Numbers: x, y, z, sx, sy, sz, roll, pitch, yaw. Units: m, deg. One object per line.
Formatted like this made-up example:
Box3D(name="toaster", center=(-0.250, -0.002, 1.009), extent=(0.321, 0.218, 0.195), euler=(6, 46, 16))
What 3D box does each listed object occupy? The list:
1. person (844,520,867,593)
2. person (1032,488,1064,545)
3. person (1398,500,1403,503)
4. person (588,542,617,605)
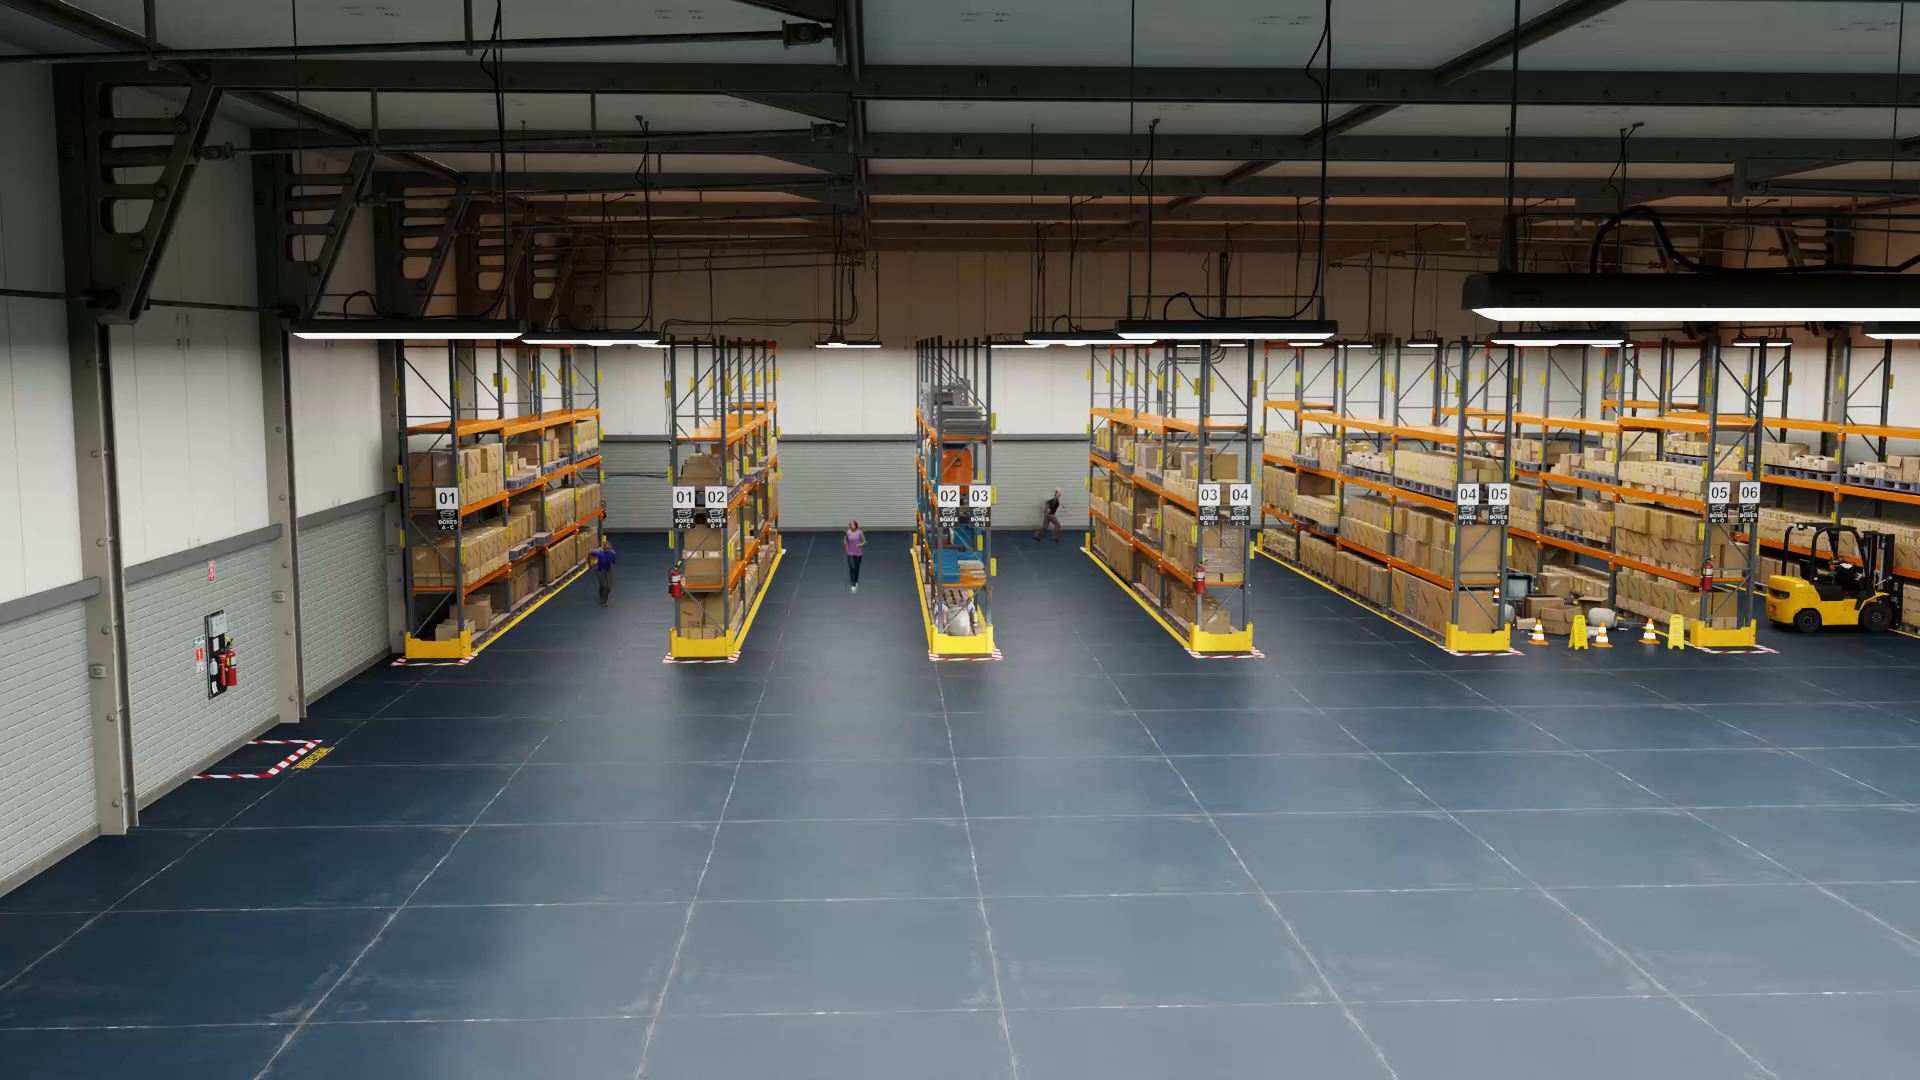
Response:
Box3D(name="person", center=(-2.372, 0.353, 37.706), extent=(0.525, 1.621, 0.769), euler=(0, 6, -2))
Box3D(name="person", center=(2.619, -0.693, 49.423), extent=(0.943, 1.730, 0.676), euler=(1, 7, 8))
Box3D(name="person", center=(11.701, -0.205, 44.561), extent=(0.649, 1.740, 0.602), euler=(-2, 7, -17))
Box3D(name="person", center=(-7.992, 0.765, 37.207), extent=(0.602, 1.486, 0.856), euler=(-3, 7, -27))
